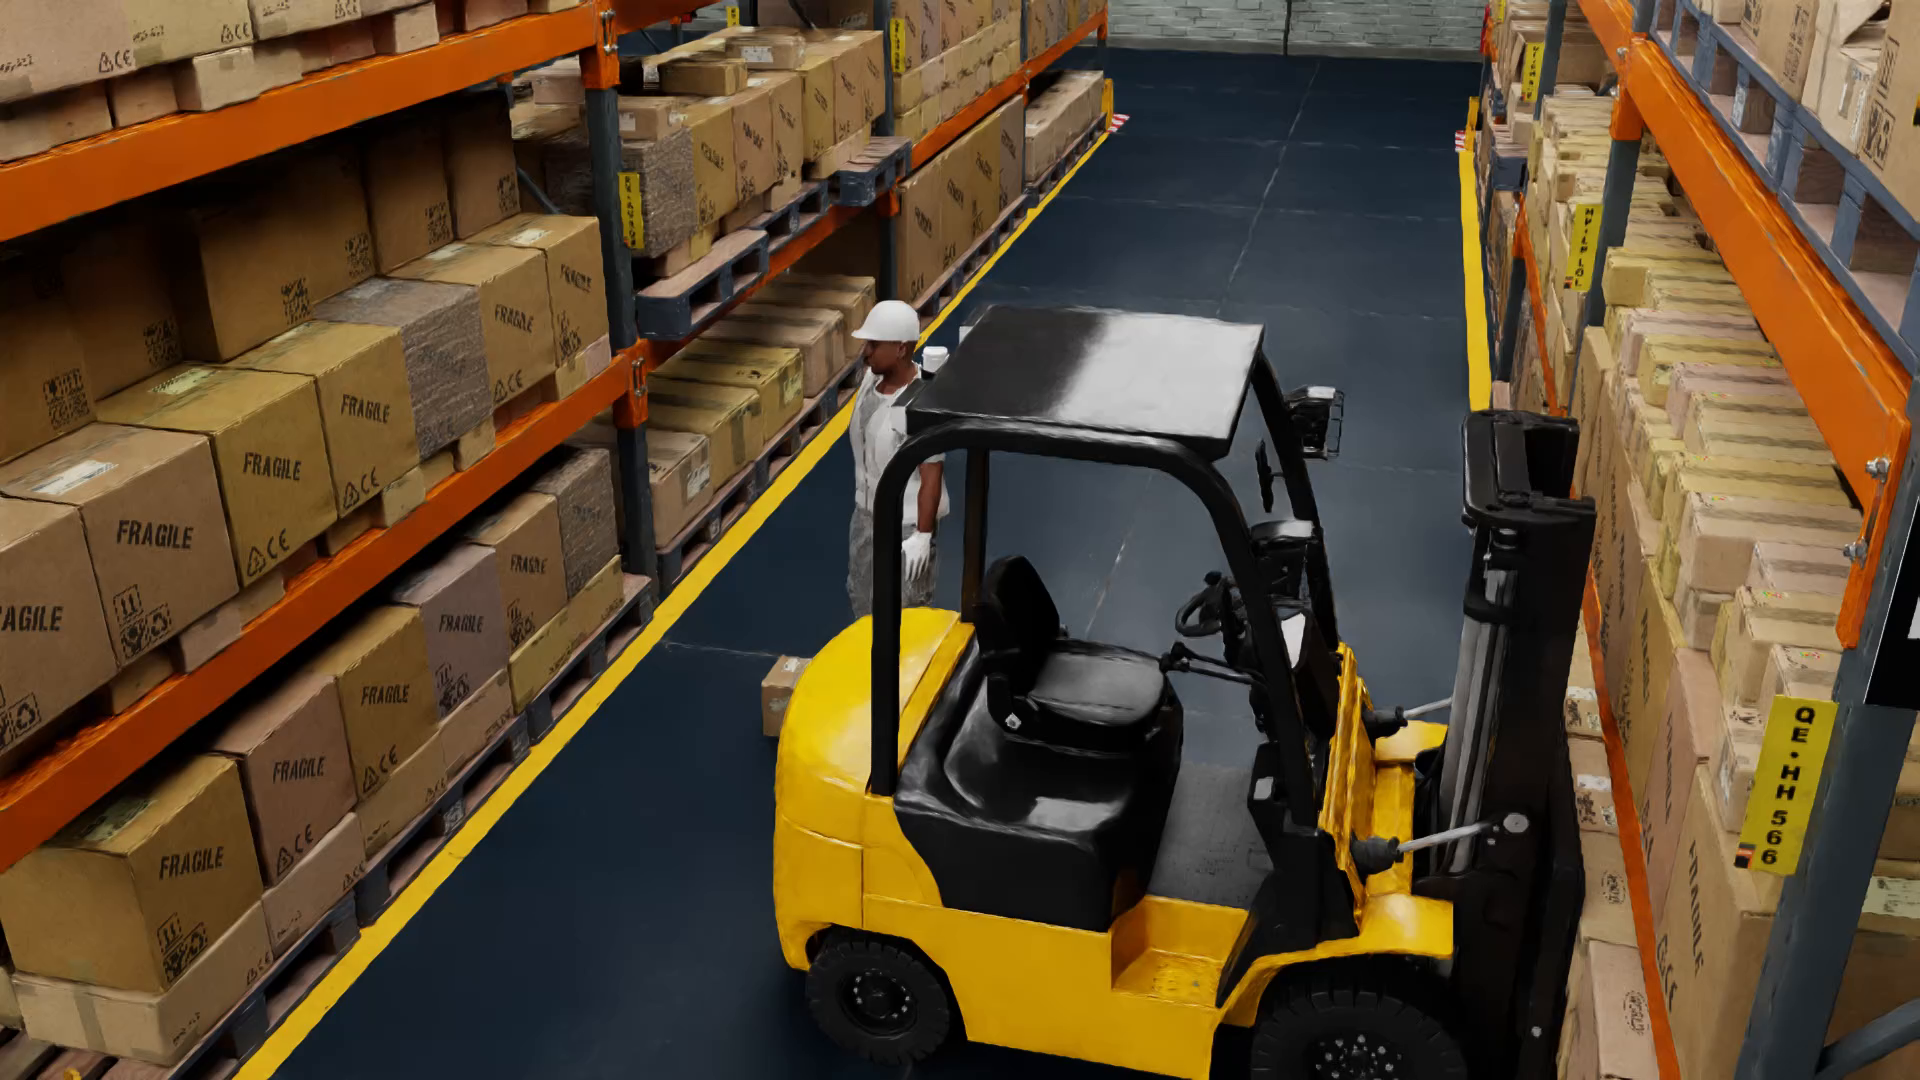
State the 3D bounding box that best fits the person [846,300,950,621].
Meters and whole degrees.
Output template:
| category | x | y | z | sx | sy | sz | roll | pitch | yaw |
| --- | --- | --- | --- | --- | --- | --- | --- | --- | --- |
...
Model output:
| category | x | y | z | sx | sy | sz | roll | pitch | yaw |
| --- | --- | --- | --- | --- | --- | --- | --- | --- | --- |
| person | -0.279 | -0.080 | 6.779 | 0.453 | 1.834 | 0.631 | -16 | 29 | -30 |
